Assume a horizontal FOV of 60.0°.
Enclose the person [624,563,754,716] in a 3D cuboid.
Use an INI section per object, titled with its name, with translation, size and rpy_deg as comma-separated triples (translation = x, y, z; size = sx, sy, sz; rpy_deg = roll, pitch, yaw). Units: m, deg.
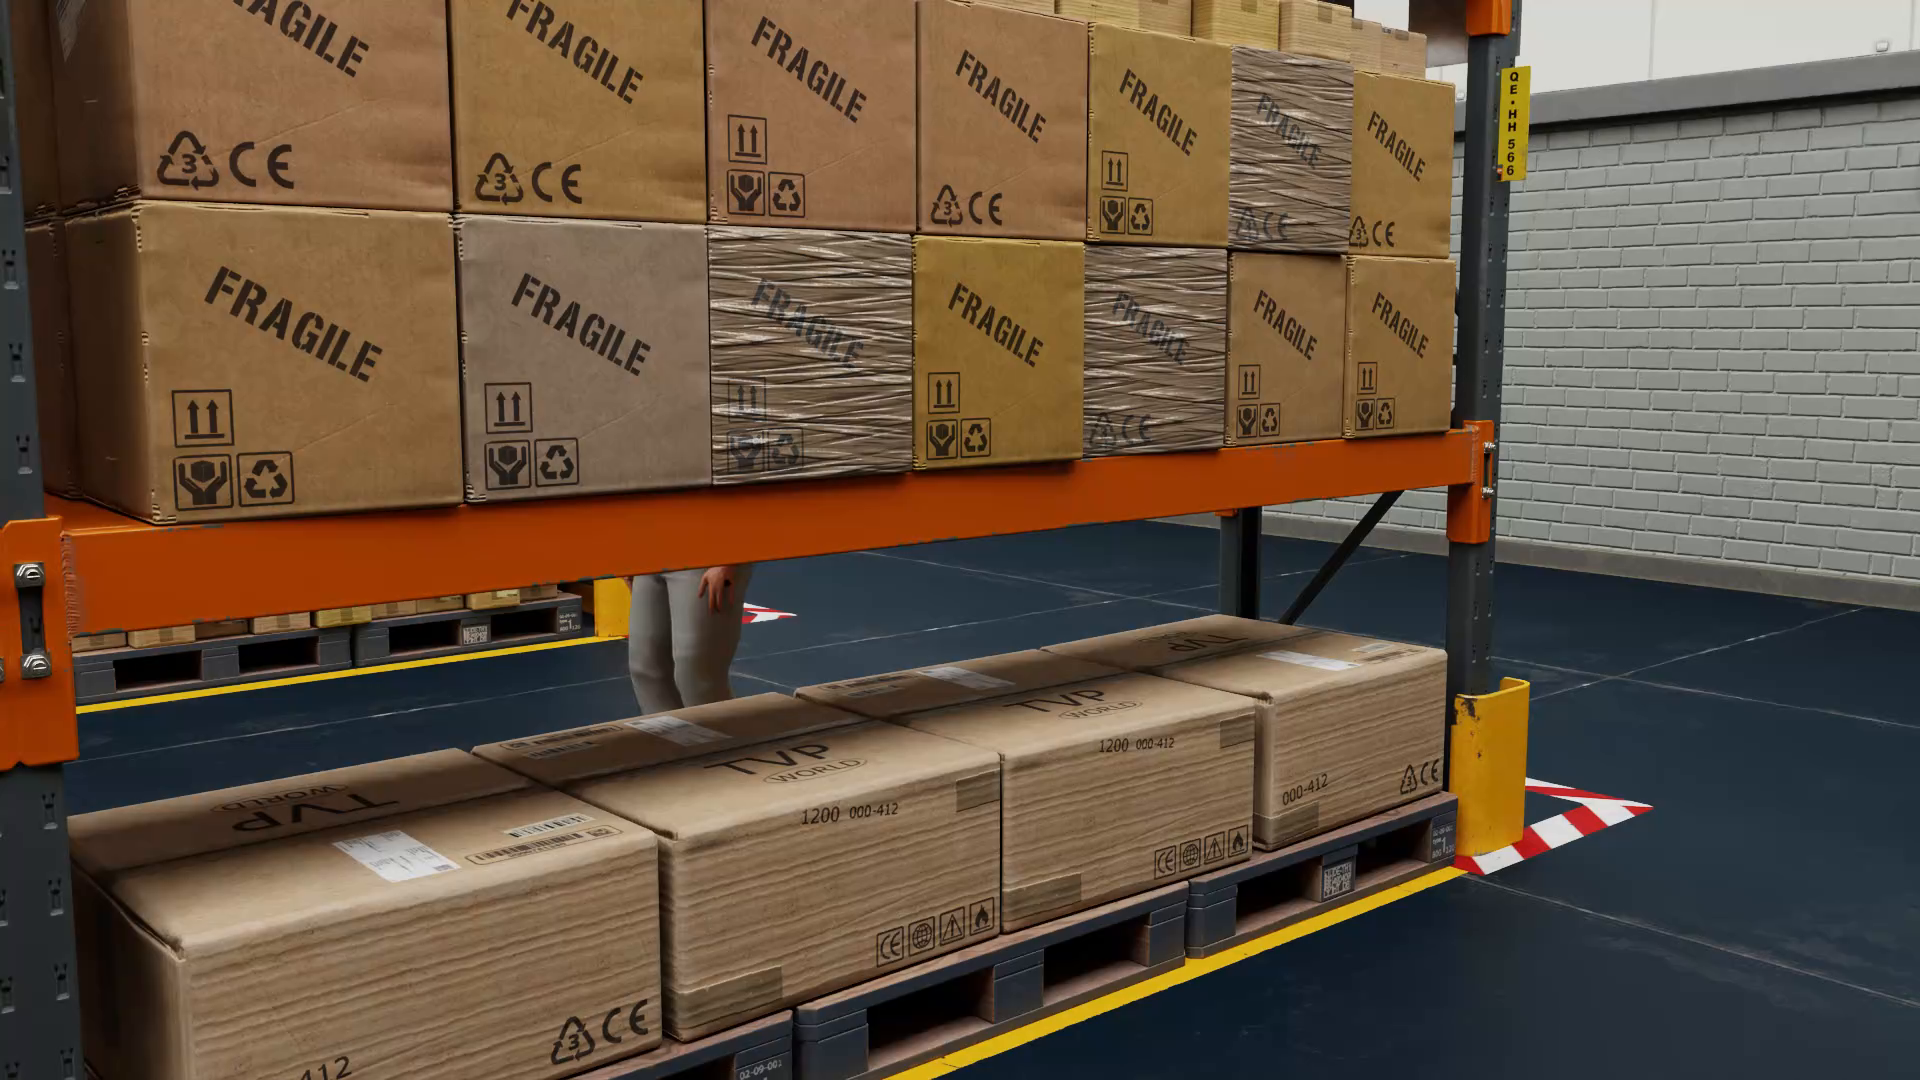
[person]
translation = -0.873, 0.049, 5.371
size = 0.435, 1.748, 0.590
rpy_deg = -7, 10, -42
